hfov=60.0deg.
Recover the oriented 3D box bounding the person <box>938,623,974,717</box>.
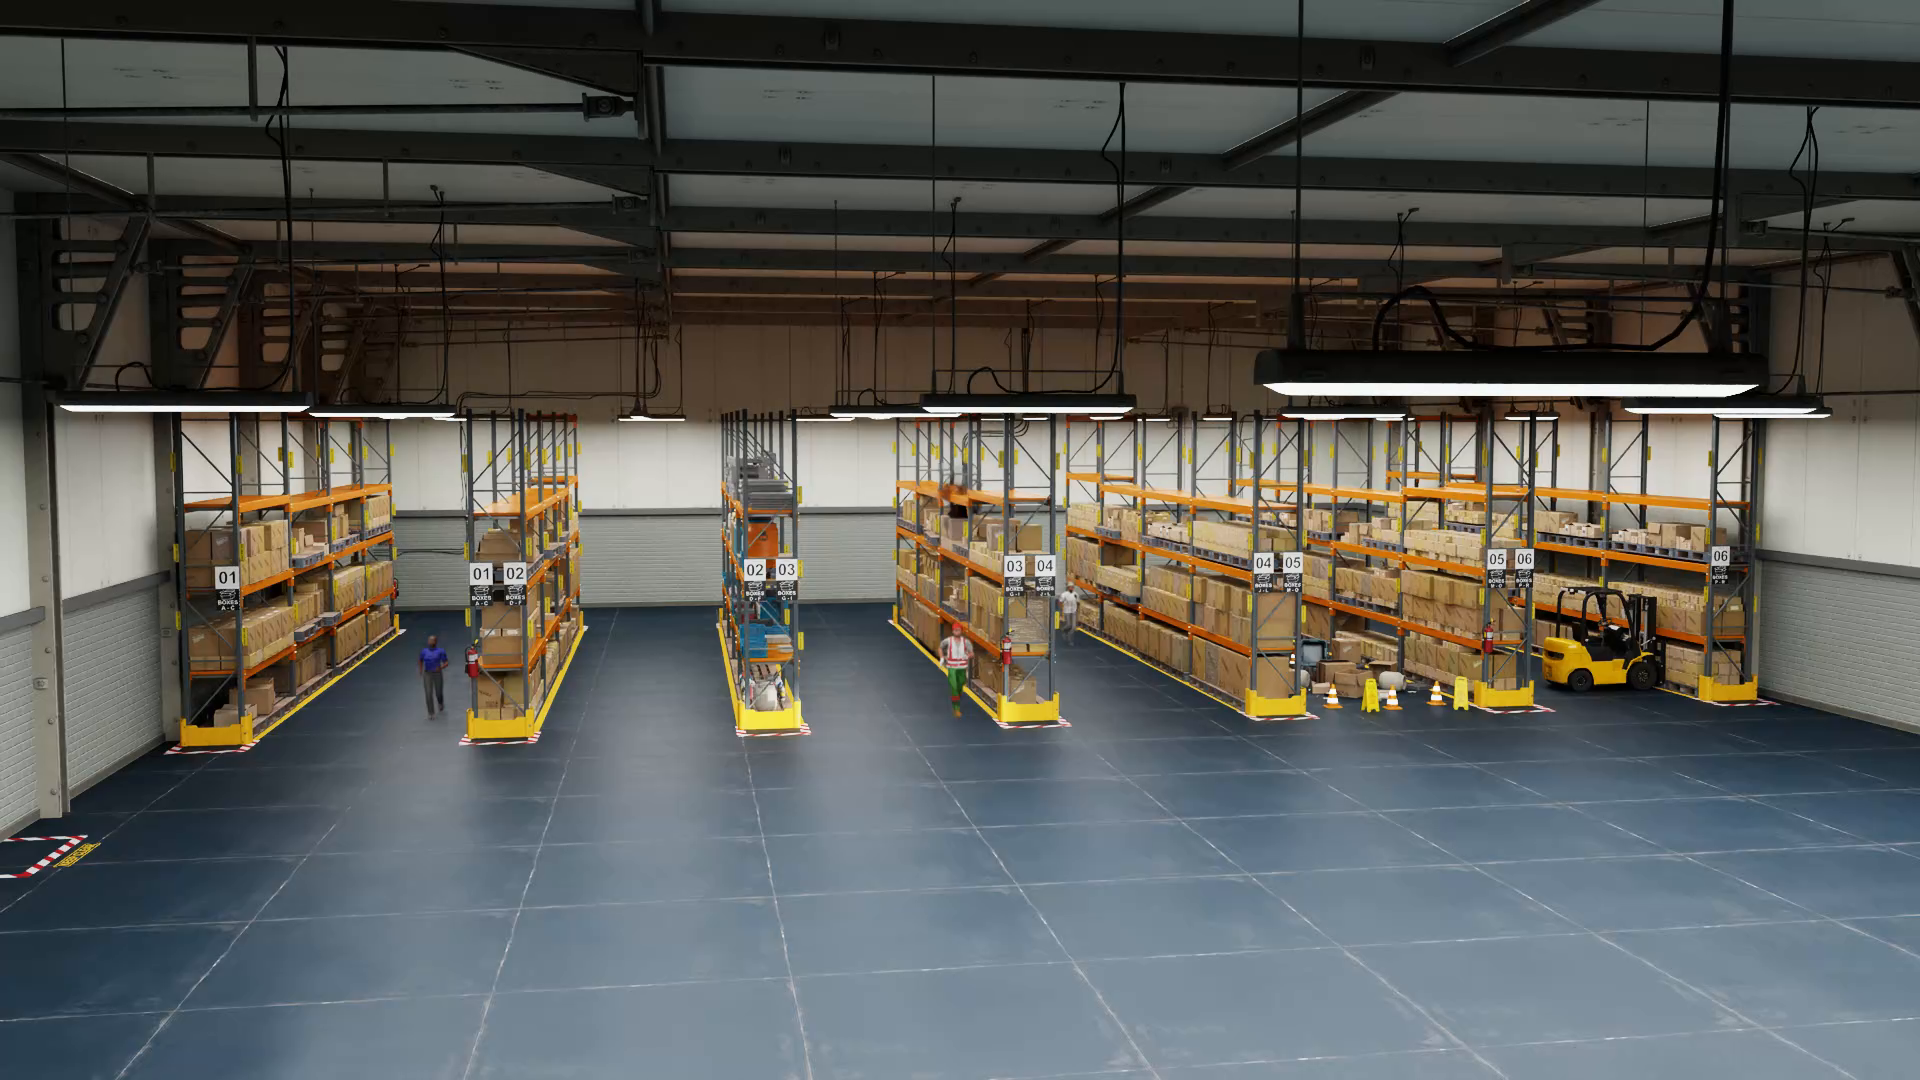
[{"bbox_3d":[-0.062,2.518,32.658,0.668,1.782,0.971,-1,4,-13],"label":"person"}]

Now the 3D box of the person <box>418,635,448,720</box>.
[{"bbox_3d":[-10.271,2.655,32.400,0.584,1.613,0.739,-1,4,-10],"label":"person"}]

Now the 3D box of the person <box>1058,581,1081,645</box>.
[{"bbox_3d":[2.869,1.899,43.142,0.578,1.656,0.555,-1,4,-12],"label":"person"}]
